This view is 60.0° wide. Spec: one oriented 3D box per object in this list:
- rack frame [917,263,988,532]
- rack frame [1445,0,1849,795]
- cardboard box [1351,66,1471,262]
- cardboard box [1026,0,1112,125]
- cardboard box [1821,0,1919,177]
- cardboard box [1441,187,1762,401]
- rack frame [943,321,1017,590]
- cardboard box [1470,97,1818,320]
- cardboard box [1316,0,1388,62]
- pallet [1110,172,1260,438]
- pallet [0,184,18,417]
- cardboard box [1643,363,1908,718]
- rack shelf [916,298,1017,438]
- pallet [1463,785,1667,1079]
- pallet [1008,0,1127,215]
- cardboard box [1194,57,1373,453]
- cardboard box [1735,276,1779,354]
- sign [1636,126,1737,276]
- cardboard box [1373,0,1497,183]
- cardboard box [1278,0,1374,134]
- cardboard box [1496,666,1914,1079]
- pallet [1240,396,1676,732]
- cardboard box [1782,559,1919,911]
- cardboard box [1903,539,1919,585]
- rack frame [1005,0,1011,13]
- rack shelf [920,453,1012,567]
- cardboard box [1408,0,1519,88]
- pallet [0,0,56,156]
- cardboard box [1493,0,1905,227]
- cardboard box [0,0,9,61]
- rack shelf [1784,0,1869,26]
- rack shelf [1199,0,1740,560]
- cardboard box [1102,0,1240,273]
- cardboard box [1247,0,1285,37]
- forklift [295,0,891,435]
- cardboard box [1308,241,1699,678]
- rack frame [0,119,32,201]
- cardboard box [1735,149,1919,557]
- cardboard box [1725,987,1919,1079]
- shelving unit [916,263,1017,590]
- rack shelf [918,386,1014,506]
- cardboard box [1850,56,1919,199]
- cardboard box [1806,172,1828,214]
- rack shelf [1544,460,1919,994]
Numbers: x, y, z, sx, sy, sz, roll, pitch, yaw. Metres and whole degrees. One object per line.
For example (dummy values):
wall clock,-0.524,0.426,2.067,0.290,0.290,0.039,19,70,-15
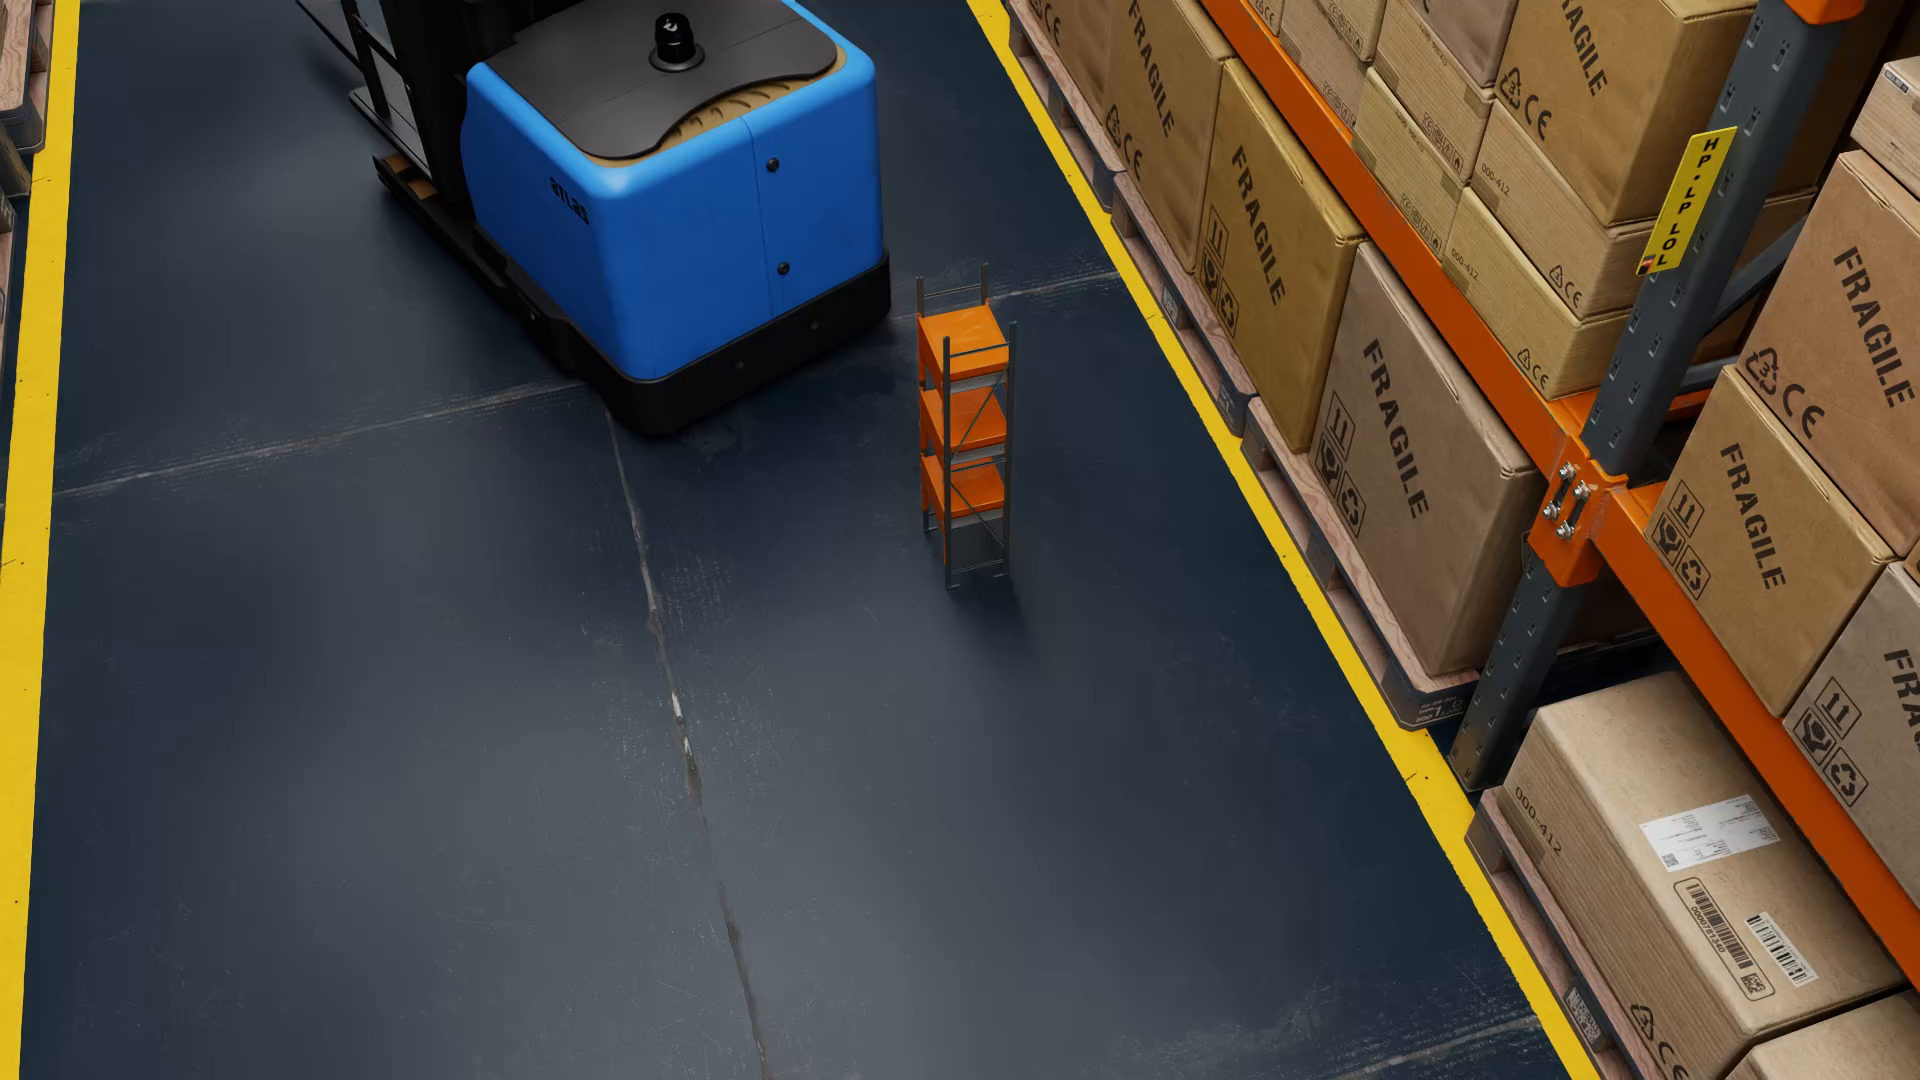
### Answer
rack frame,-0.020,-0.388,4.891,0.200,1.050,0.008,-13,51,-11
rack frame,1.875,-0.412,3.635,1.000,3.000,0.127,-13,51,-11
cardboard box,1.352,-1.007,4.235,0.500,0.250,0.500,-14,51,-11
cardboard box,0.817,-2.261,6.309,0.875,0.875,0.875,-14,51,-11
cardboard box,2.020,-1.153,3.541,0.500,0.500,0.500,-13,51,-11
cardboard box,1.502,-0.634,3.921,0.500,0.250,0.500,-14,51,-12
rack frame,0.052,-0.210,4.741,0.200,1.050,0.008,-13,51,-11
cardboard box,1.513,-0.792,3.727,0.500,0.250,0.500,-13,51,-11
cardboard box,1.199,-1.532,4.351,0.500,0.250,0.500,-12,51,-10
pallet,1.211,-0.952,5.915,1.003,0.211,1.213,-13,51,-11
pallet,-3.864,-0.756,5.749,1.003,0.211,1.213,-13,51,-11
cardboard box,1.764,-0.042,3.258,0.500,0.500,0.500,-12,51,-10
rack shelf,0.016,-0.475,4.607,0.215,0.259,0.240,-13,51,-11
pallet,2.025,1.060,4.218,1.003,0.211,1.213,-13,51,-11
pallet,0.853,-1.842,6.665,1.003,0.211,1.213,-13,51,-11
cardboard box,1.341,-0.955,5.208,0.875,0.875,0.875,-12,51,-10
cardboard box,1.997,-0.745,4.014,0.500,0.250,0.500,-14,51,-12
sign,1.360,-0.630,3.114,0.100,0.325,0.005,-13,51,-11
cardboard box,1.358,-1.155,4.033,0.500,0.250,0.500,-12,51,-10
cardboard box,1.221,-1.379,4.549,0.500,0.250,0.500,-15,51,-12
cardboard box,1.958,0.761,4.047,0.875,0.438,0.875,-14,51,-12
pallet,1.575,-0.060,5.162,1.003,0.211,1.213,-13,51,-11
cardboard box,1.909,0.326,2.948,0.500,0.500,0.500,-13,51,-11
cardboard box,1.928,0.006,2.563,0.500,0.500,0.500,-14,51,-11
rack frame,0.692,-3.333,6.098,1.000,3.000,0.127,-13,51,-11
rack shelf,0.016,-0.113,5.036,0.215,0.259,0.240,-13,51,-11
cardboard box,1.343,-1.412,3.759,0.500,0.500,0.500,-12,51,-10
pallet,-4.254,-1.920,6.730,1.003,0.211,1.213,-13,51,-11
cardboard box,1.503,-1.036,3.442,0.500,0.500,0.500,-12,51,-10
cardboard box,-4.220,-2.037,6.284,0.875,0.625,0.625,-12,51,-10
rack shelf,2.467,0.314,1.532,1.077,0.370,4.000,-13,51,-11
rack shelf,1.284,-1.641,5.142,1.077,0.370,4.000,-13,51,-11
cardboard box,1.077,-1.608,5.759,0.875,0.875,0.875,-13,51,-11
cardboard box,1.064,-1.756,4.866,0.500,0.250,0.500,-13,51,-11
forklift,-1.563,-2.357,5.320,1.130,2.935,3.031,-32,57,-24
cardboard box,1.615,-0.297,4.654,0.875,0.875,0.875,-12,51,-10
rack frame,-4.048,-2.208,5.150,1.000,3.000,0.127,-13,51,-11
cardboard box,1.785,-0.364,2.876,0.500,0.500,0.500,-13,51,-11
cardboard box,2.224,1.415,3.496,0.875,0.438,0.875,-15,51,-12
shelving unit,0.016,-0.299,4.816,0.215,1.050,0.252,-13,51,-11
rack shelf,0.016,-0.292,4.824,0.215,0.259,0.240,-13,51,-11
cardboard box,1.721,-0.686,2.723,0.380,0.149,0.250,-14,51,-12
cardboard box,2.015,-0.910,3.826,0.500,0.250,0.500,-15,51,-12
rack shelf,2.467,1.281,2.679,1.077,0.370,4.000,-13,51,-11
